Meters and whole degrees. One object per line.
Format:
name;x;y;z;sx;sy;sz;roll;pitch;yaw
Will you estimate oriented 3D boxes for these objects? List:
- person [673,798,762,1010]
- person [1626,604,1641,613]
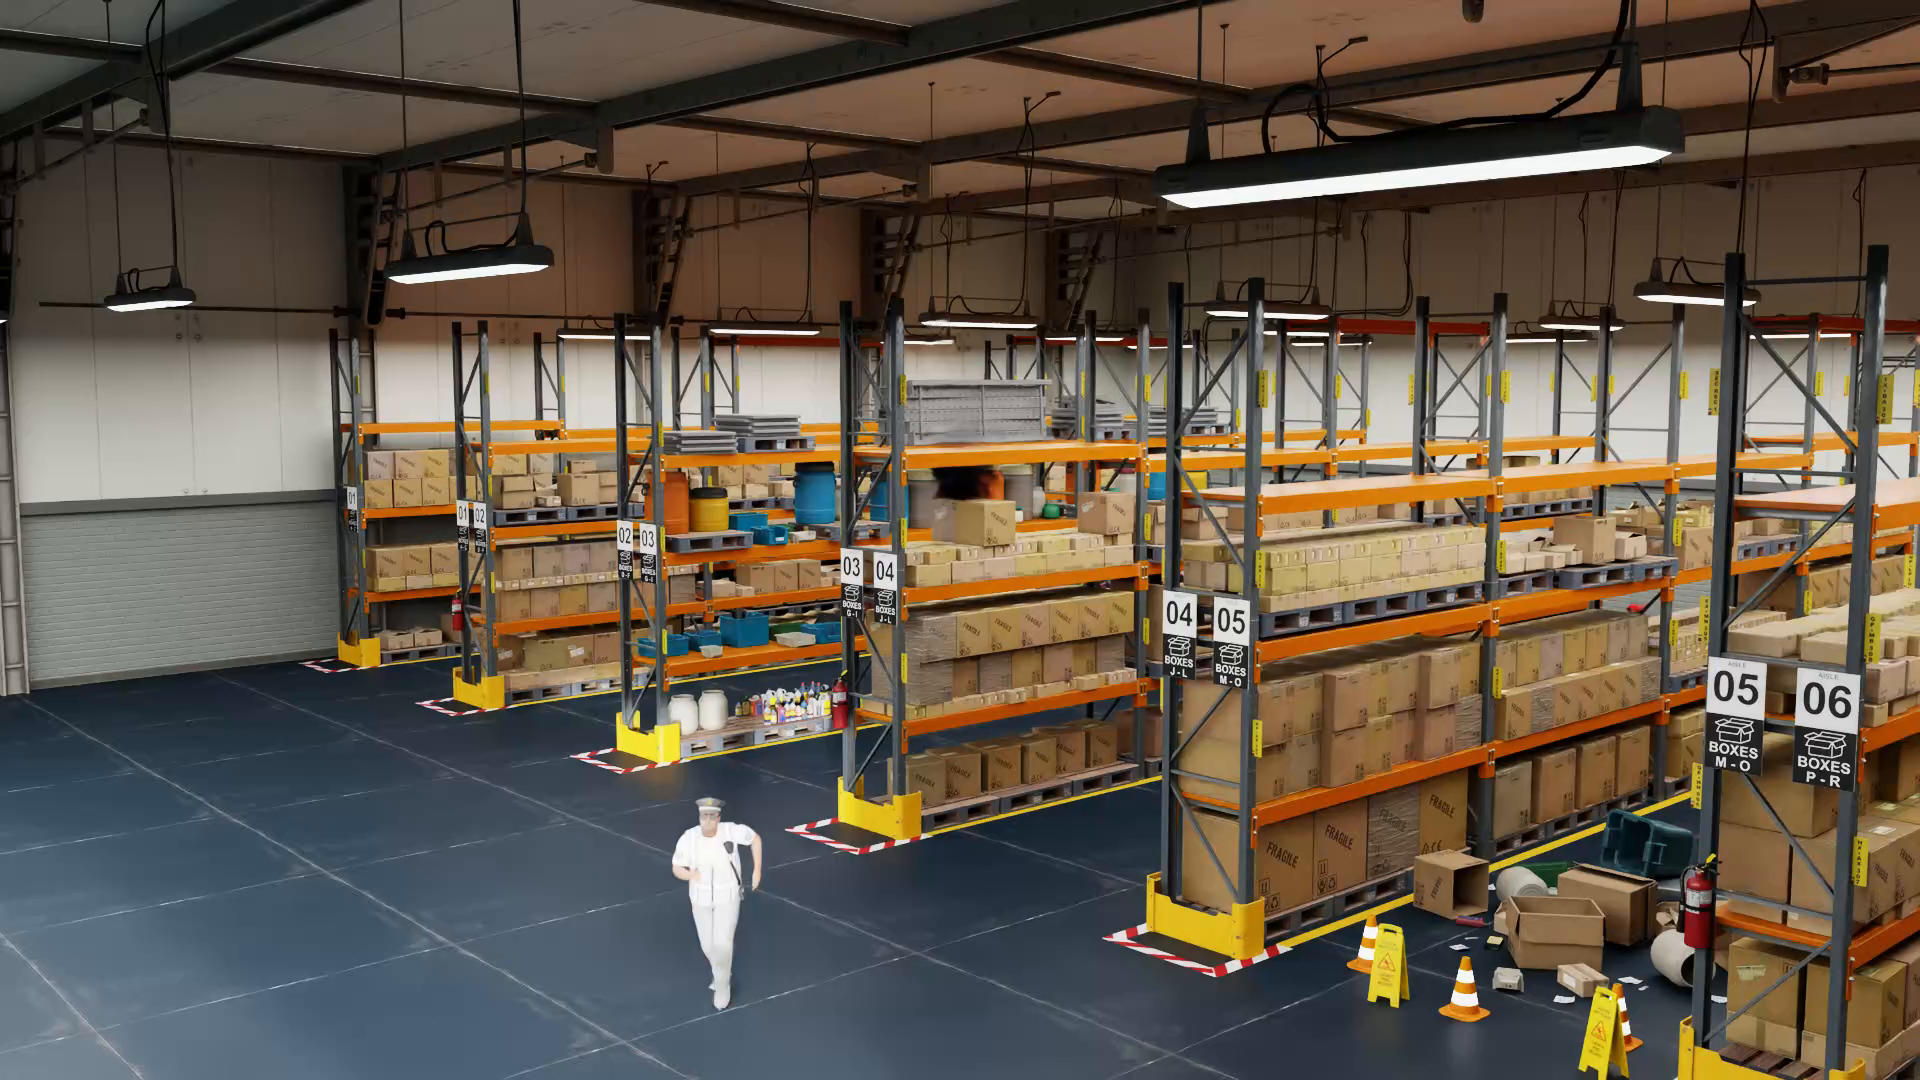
person;-1.994;2.949;13.631;0.693;1.776;0.834;0;6;1
person;10.015;1.823;24.920;0.664;1.739;0.603;5;8;43
